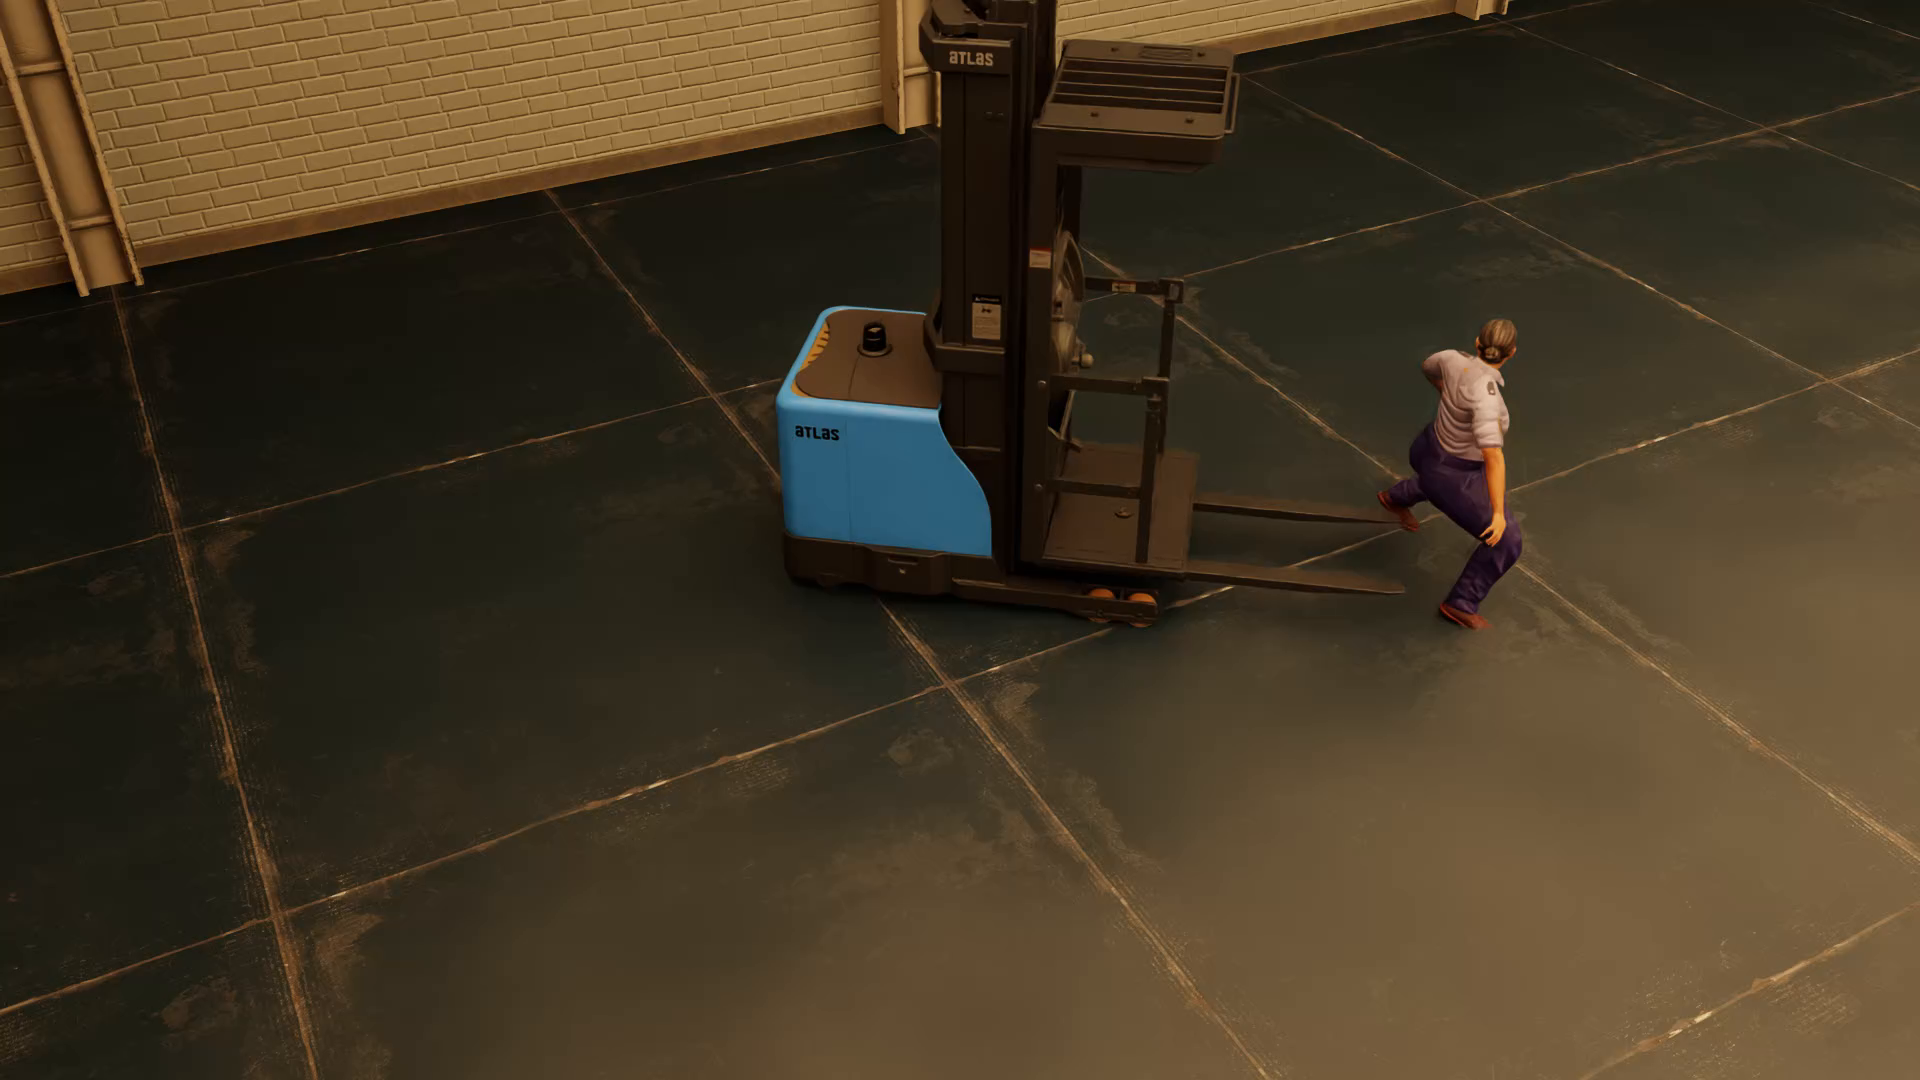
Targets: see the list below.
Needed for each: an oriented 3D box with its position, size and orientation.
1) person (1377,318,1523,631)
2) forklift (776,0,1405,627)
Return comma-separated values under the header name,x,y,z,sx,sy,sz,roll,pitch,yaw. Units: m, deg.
name,x,y,z,sx,sy,sz,roll,pitch,yaw
person,2.411,-0.343,7.897,0.472,1.544,1.049,-1,35,-2
forklift,0.687,-1.107,7.689,3.031,2.935,1.130,6,36,8
